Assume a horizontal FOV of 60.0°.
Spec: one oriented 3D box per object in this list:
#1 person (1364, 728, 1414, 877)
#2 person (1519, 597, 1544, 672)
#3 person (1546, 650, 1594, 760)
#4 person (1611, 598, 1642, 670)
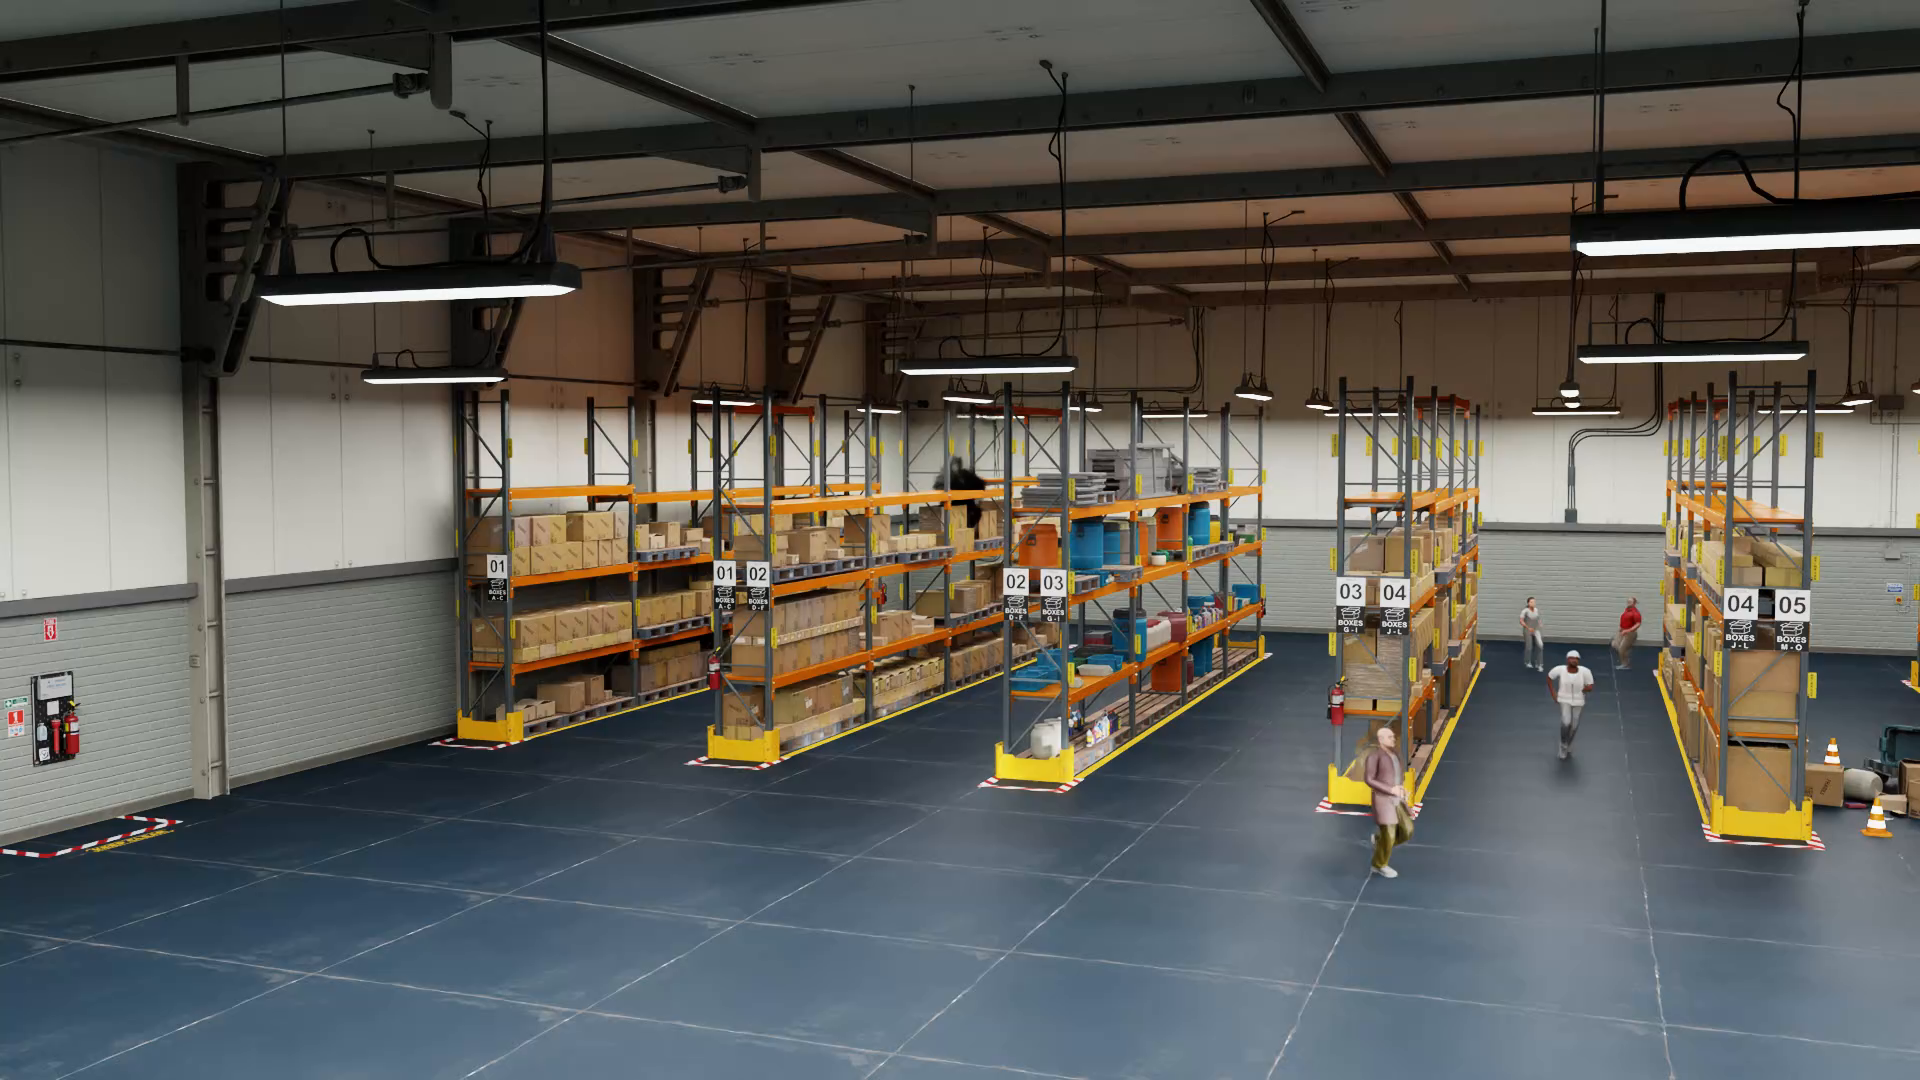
[{"bbox_3d":[5.019,3.066,19.452,0.705,1.737,0.631,-2,4,-38],"label":"person"},{"bbox_3d":[12.887,2.133,37.616,0.606,1.708,0.786,0,3,-7],"label":"person"},{"bbox_3d":[9.865,2.653,26.843,0.681,1.767,0.753,0,3,7],"label":"person"},{"bbox_3d":[15.020,2.114,37.460,0.543,1.650,0.700,-1,3,-13],"label":"person"}]
